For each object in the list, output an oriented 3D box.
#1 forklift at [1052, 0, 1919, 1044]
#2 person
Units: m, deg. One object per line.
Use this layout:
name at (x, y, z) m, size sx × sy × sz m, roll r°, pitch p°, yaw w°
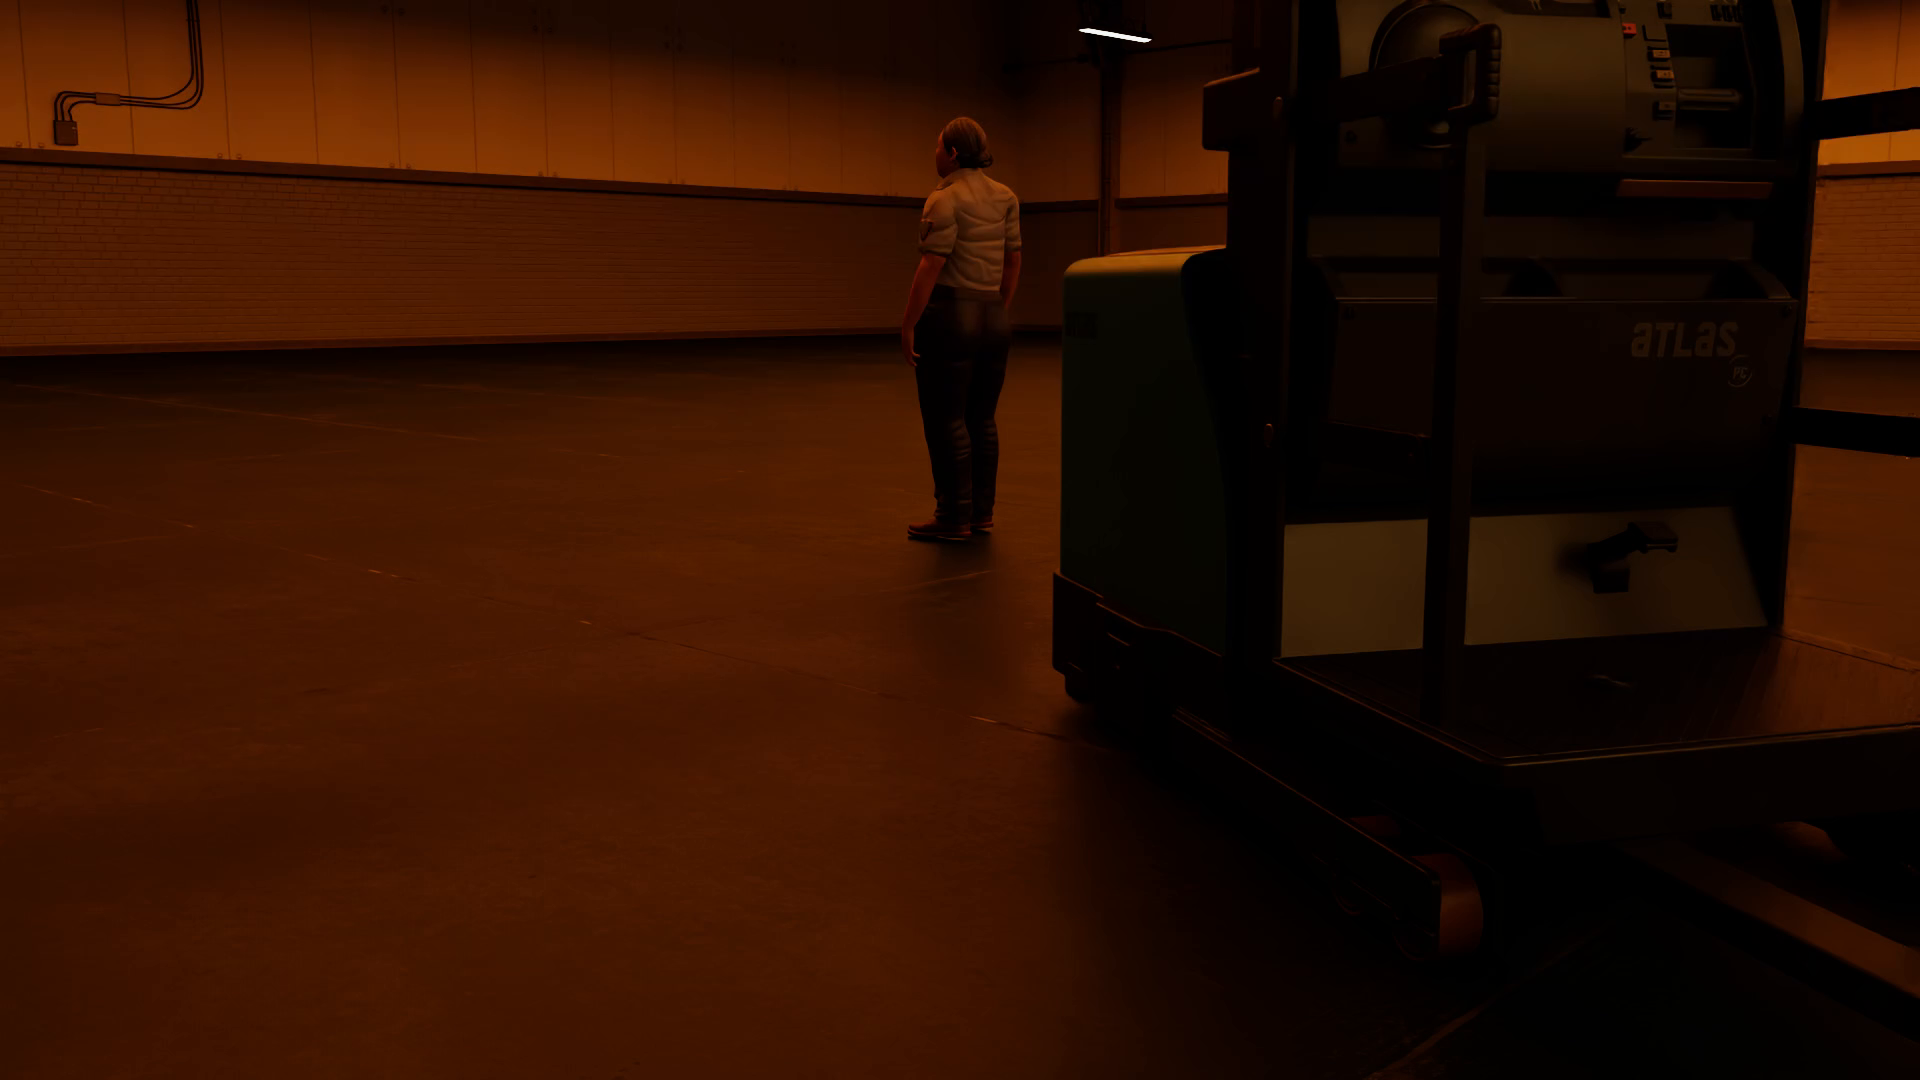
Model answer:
forklift at (1.120, -0.878, 2.702) m, size 1.130 × 2.935 × 3.031 m, roll -2°, pitch 9°, yaw -15°
person at (-0.048, -0.835, 6.671) m, size 0.503 × 1.651 × 0.598 m, roll 8°, pitch 12°, yaw 43°
